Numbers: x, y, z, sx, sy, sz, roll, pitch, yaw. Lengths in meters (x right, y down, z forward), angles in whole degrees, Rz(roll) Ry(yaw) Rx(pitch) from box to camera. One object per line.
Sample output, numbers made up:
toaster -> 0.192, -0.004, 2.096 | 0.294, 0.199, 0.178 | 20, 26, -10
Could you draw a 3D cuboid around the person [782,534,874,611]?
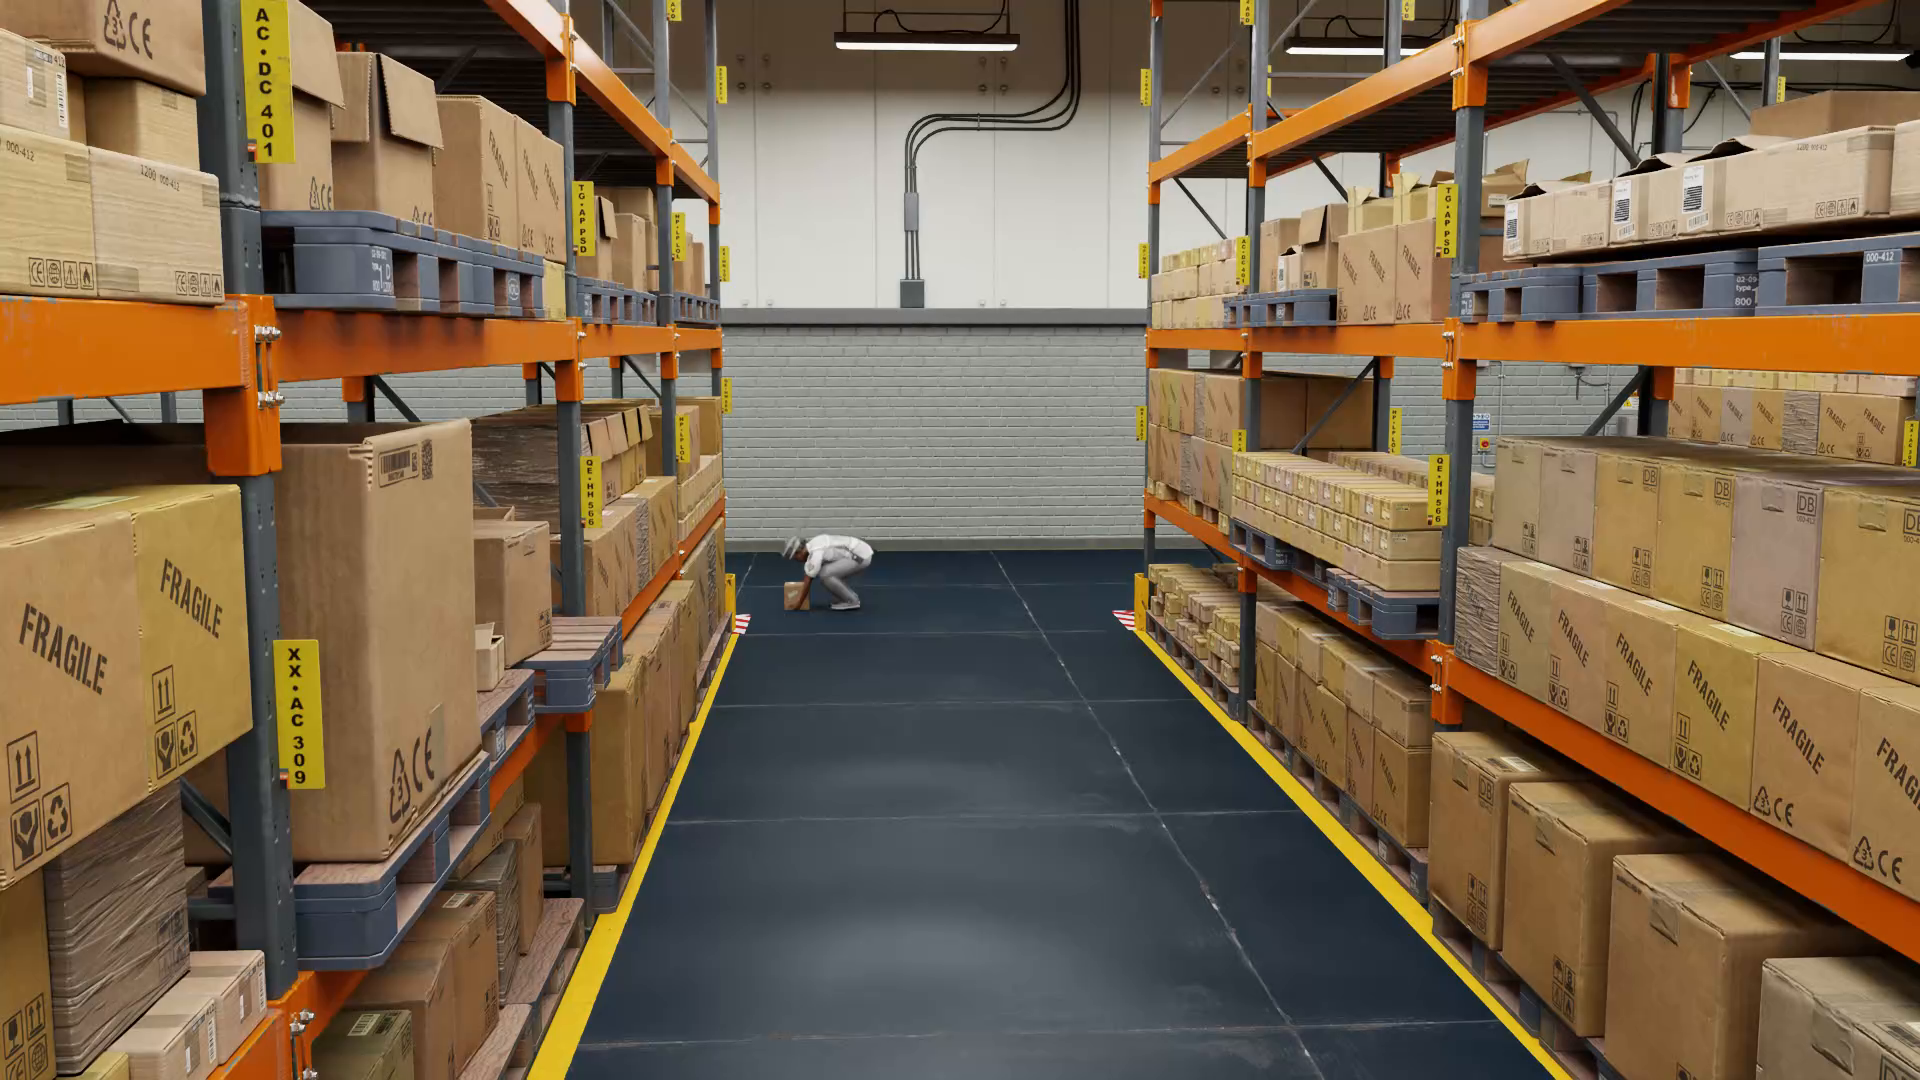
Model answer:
person -> -1.339, 0.328, 16.891 | 0.927, 0.768, 0.458 | -1, 7, -5
